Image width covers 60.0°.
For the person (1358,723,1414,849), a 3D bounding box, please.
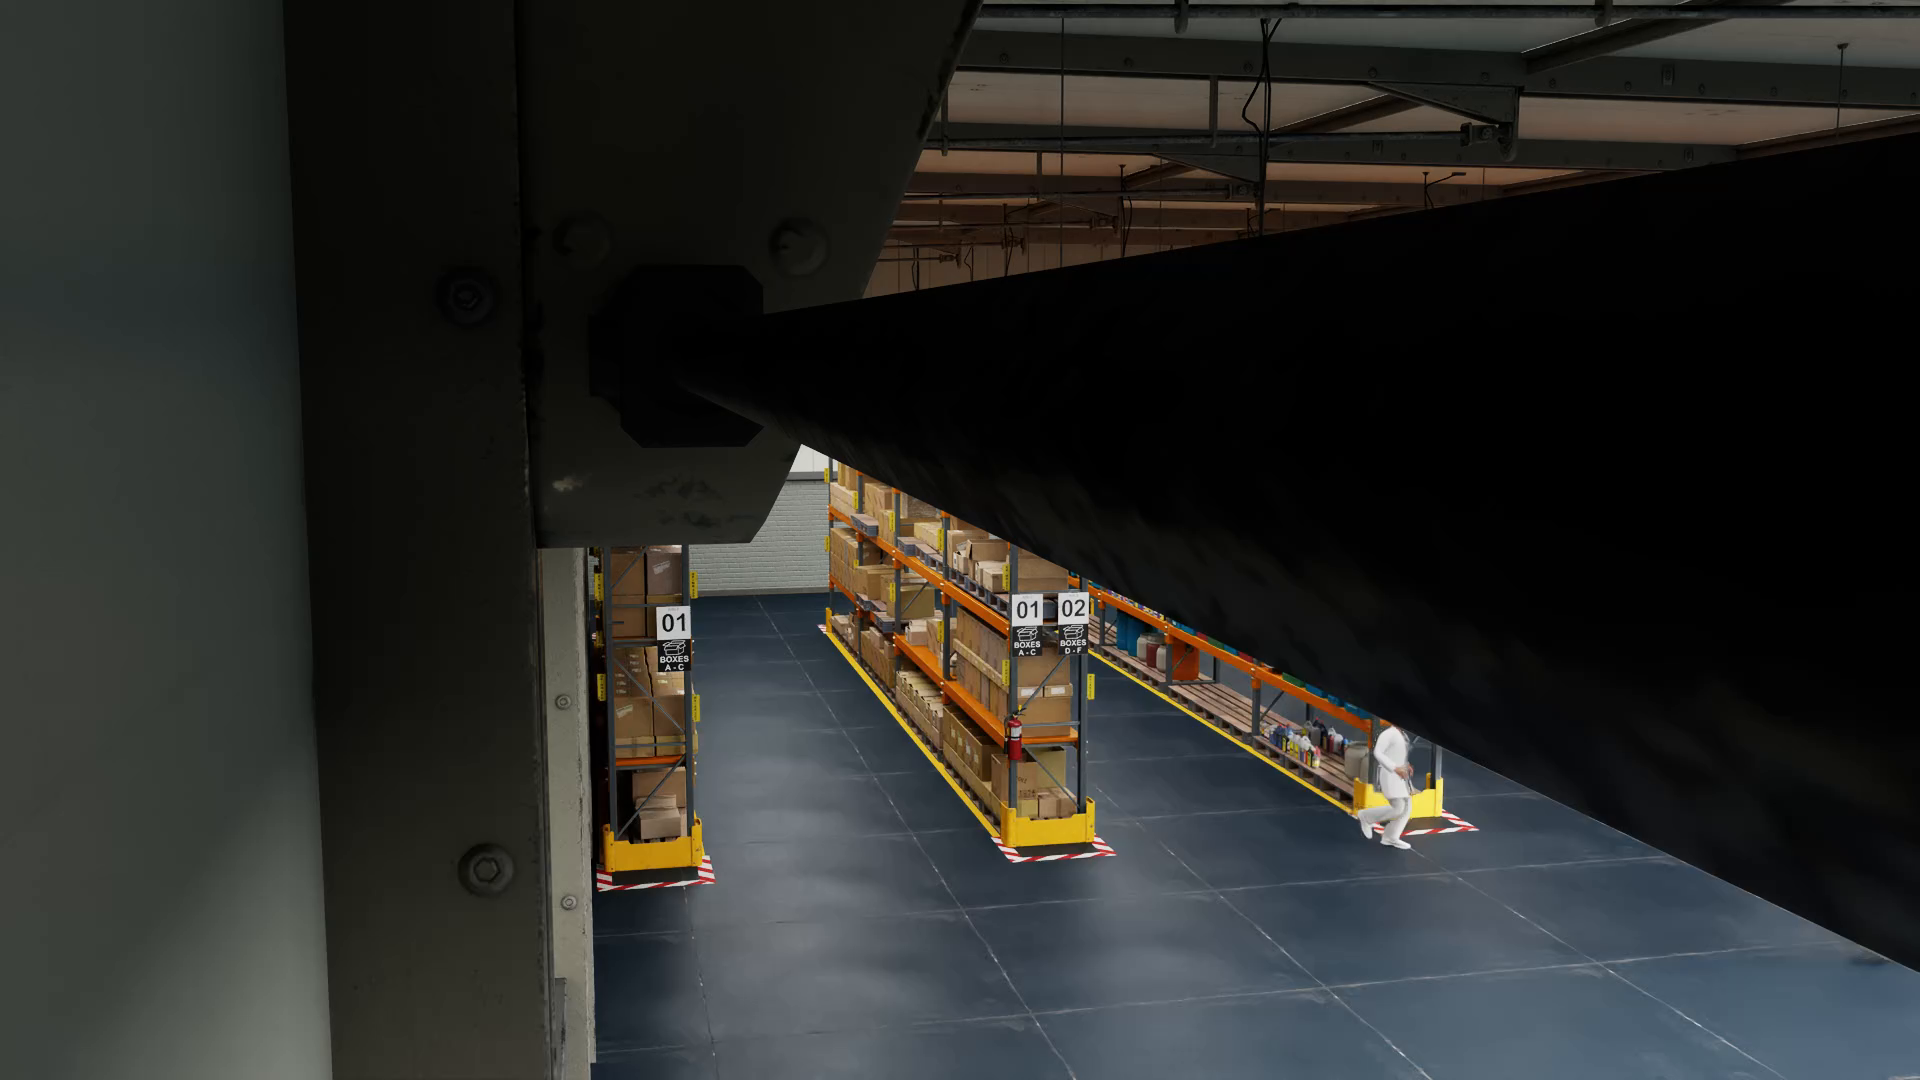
[{"bbox_3d":[5.433,3.030,21.030,0.661,1.654,0.733,5,8,37],"label":"person"}]
